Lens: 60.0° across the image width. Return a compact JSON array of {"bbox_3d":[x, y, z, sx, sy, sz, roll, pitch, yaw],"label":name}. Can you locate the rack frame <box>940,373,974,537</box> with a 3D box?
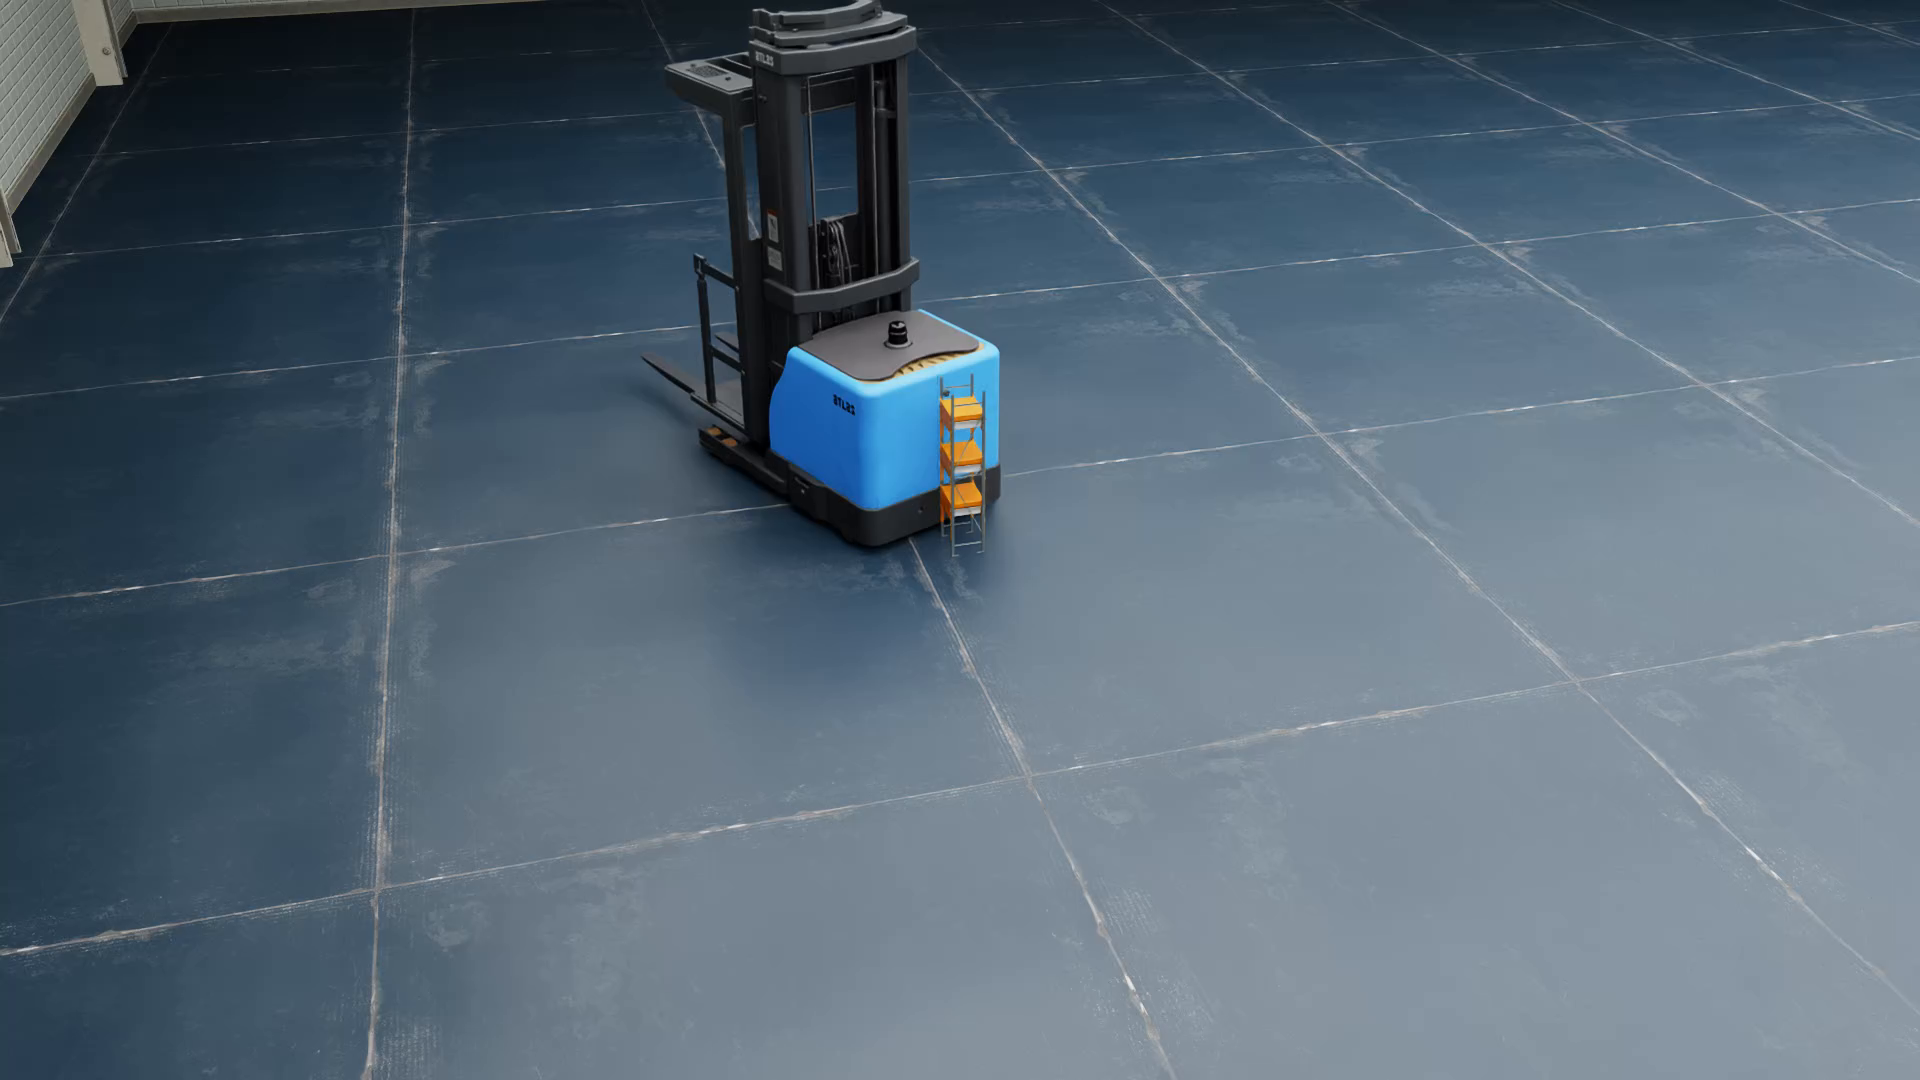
[{"bbox_3d":[-0.018,-0.487,9.775,0.200,1.050,0.008,-8,31,-13],"label":"rack frame"}]

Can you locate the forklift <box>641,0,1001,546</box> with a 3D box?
[{"bbox_3d":[-1.062,-1.905,10.346,1.130,2.935,3.031,-22,37,-33],"label":"forklift"}]

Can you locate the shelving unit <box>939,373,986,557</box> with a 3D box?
[{"bbox_3d":[0.014,-0.429,9.673,0.215,1.050,0.252,-8,31,-13],"label":"shelving unit"}]

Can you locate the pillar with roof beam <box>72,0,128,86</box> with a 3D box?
[{"bbox_3d":[-5.594,-9.733,17.814,9.100,9.000,0.400,-8,31,-13],"label":"pillar with roof beam"}]

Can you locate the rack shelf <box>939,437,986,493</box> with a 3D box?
[{"bbox_3d":[0.014,-0.419,9.679,0.215,0.259,0.240,-8,31,-13],"label":"rack shelf"}]

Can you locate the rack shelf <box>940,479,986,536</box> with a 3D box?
[{"bbox_3d":[0.014,-0.179,9.818,0.215,0.259,0.240,-8,31,-13],"label":"rack shelf"}]

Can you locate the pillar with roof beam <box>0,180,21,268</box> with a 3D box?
[{"bbox_3d":[-4.002,-6.835,12.808,9.100,9.000,0.400,-8,31,-13],"label":"pillar with roof beam"}]

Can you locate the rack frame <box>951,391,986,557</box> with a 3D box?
[{"bbox_3d":[0.047,-0.370,9.572,0.200,1.050,0.008,-8,31,-13],"label":"rack frame"}]

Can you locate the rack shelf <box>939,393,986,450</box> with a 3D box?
[{"bbox_3d":[0.014,-0.665,9.537,0.215,0.259,0.240,-8,31,-13],"label":"rack shelf"}]
